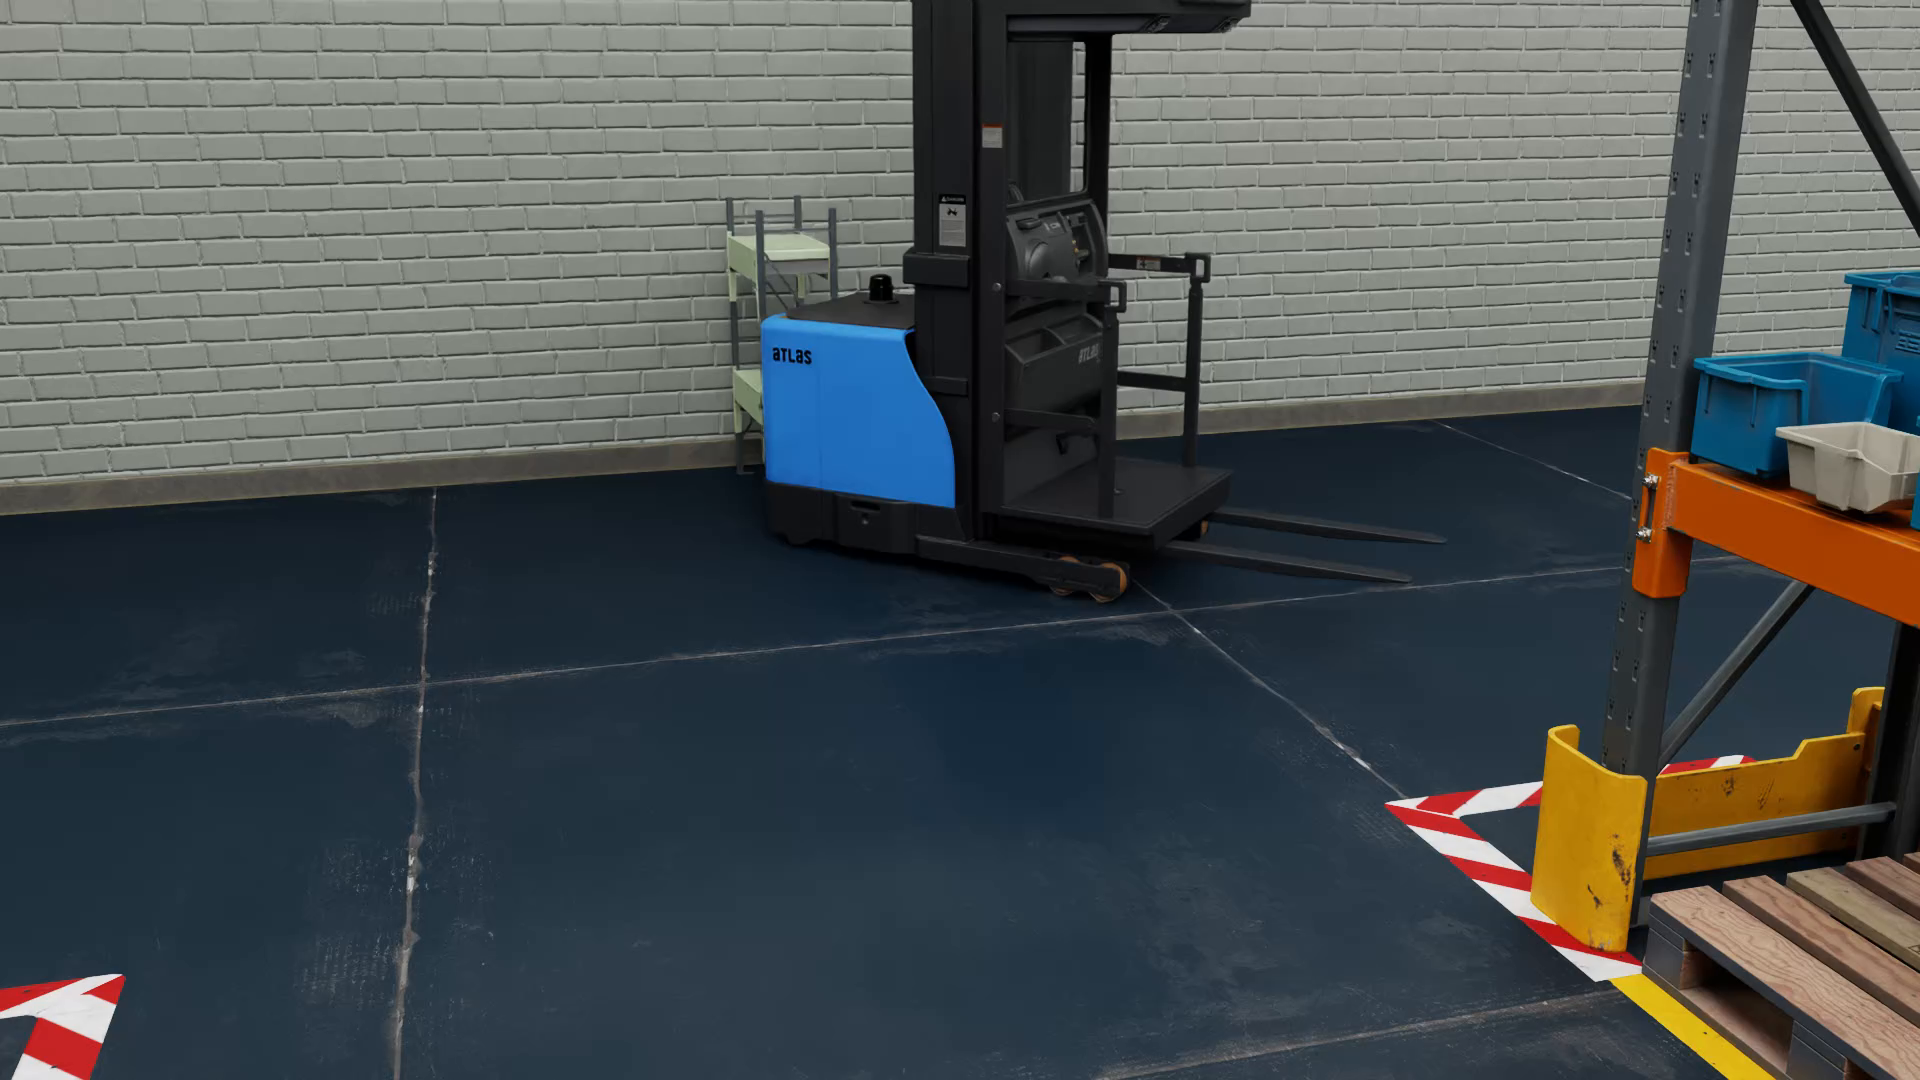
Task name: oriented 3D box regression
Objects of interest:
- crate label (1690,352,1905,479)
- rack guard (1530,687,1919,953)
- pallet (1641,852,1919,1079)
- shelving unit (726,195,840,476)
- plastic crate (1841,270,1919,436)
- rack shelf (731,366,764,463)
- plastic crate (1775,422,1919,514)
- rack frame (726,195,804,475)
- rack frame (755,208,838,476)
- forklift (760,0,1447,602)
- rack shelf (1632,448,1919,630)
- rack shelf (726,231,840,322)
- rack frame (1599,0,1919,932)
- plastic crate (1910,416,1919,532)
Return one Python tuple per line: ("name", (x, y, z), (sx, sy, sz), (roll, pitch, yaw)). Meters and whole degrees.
("crate label", (1.948, -0.293, 3.900), (0.416, 0.233, 0.303), (-5, 17, -15))
("rack guard", (2.177, 0.753, 4.577), (1.175, 0.500, 0.348), (-5, 17, -15))
("pallet", (2.386, 1.128, 3.830), (1.003, 0.211, 1.213), (-5, 17, -15))
("shelving unit", (-0.919, -0.997, 8.663), (0.431, 1.500, 0.755), (-6, 18, -18))
("plastic crate", (2.468, -0.406, 3.925), (0.616, 0.435, 0.499), (-5, 17, -15))
("rack shelf", (-0.919, -0.684, 8.757), (0.431, 0.370, 0.720), (-6, 18, -18))
("plastic crate", (1.956, -0.152, 3.597), (0.250, 0.136, 0.298), (-5, 17, -15))
("rack frame", (-1.037, -1.096, 8.995), (0.400, 1.500, 0.023), (-6, 18, -18))
("rack frame", (-0.801, -0.897, 8.331), (0.400, 1.500, 0.023), (-6, 18, -18))
("forklift", (0.613, -1.314, 7.231), (3.031, 2.935, 1.130), (9, 19, 27))
("rack shelf", (2.746, 0.459, 2.460), (1.077, 0.370, 4.000), (-5, 17, -15))
("rack shelf", (-0.919, -1.370, 8.551), (0.431, 0.370, 0.720), (-6, 18, -18))
("rack frame", (2.196, -0.439, 4.198), (1.000, 3.000, 0.127), (-5, 17, -15))
("plastic crate", (2.129, -0.111, 3.294), (0.416, 0.233, 0.300), (-5, 17, -15))
